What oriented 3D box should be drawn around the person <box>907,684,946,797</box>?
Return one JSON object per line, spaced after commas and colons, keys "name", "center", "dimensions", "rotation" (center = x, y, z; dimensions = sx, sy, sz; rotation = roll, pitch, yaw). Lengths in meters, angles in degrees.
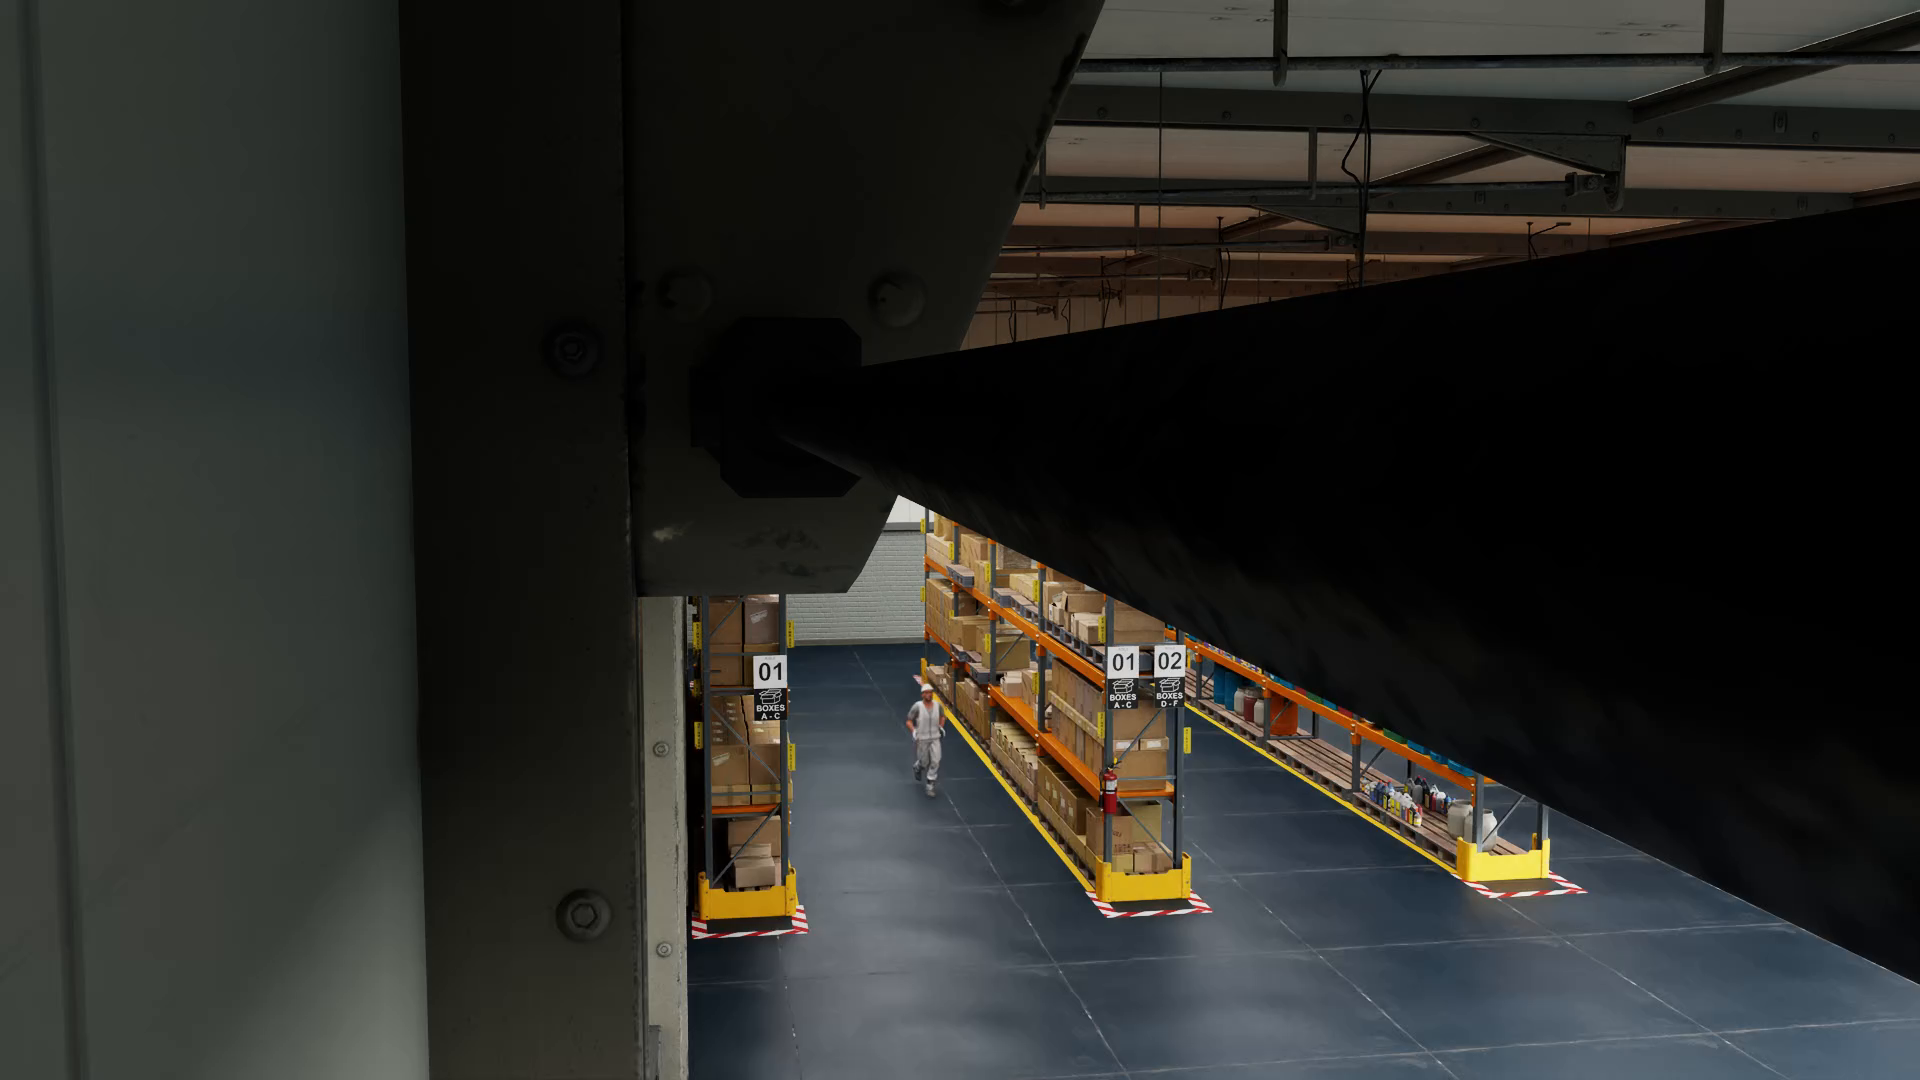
{"name": "person", "center": [-0.514, 3.148, 26.363], "dimensions": [0.655, 1.759, 0.744], "rotation": [-2, 5, -18]}
